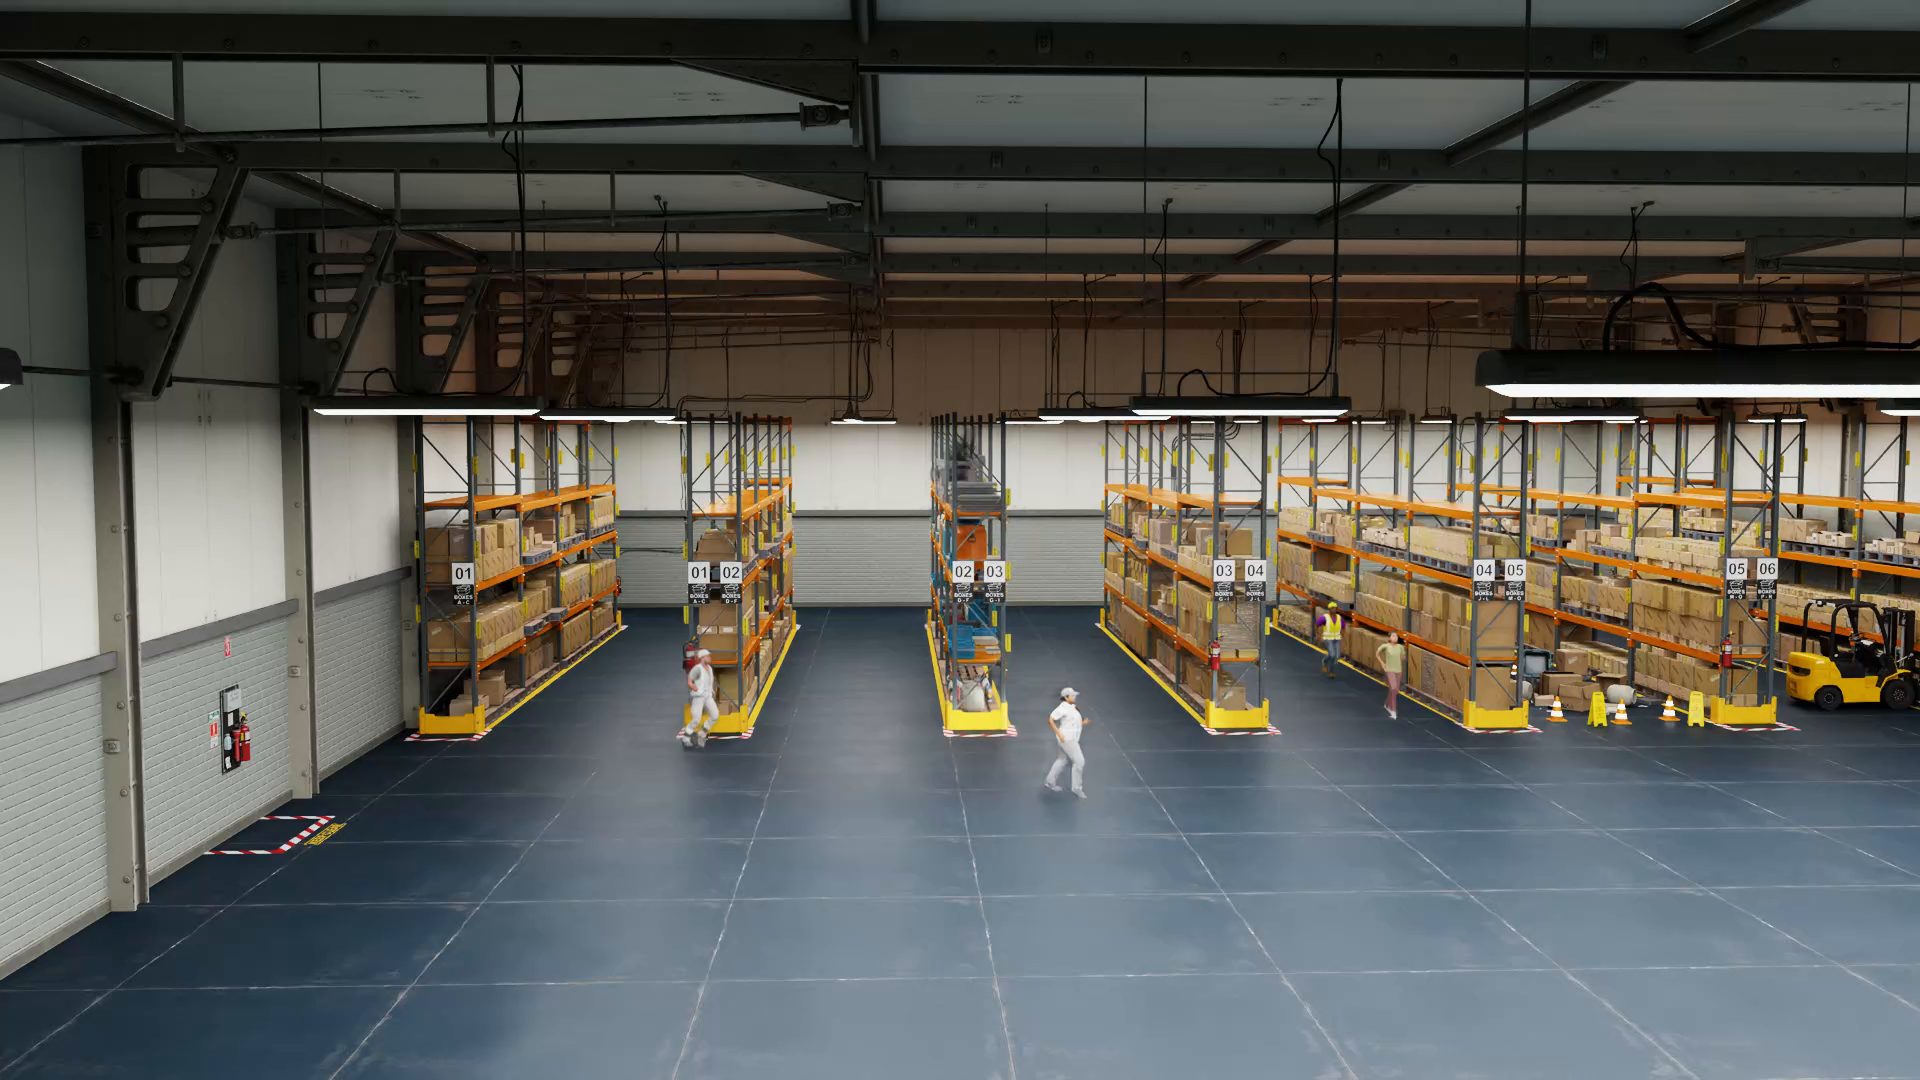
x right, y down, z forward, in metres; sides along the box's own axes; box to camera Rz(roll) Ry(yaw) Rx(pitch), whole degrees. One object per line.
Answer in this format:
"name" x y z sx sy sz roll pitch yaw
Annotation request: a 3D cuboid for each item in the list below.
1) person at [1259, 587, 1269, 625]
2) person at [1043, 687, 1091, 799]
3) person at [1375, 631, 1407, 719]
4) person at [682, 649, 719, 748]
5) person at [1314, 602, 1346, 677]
"person" 7.964 1.831 44.559 0.668 1.739 0.967 0 4 1
"person" 1.652 3.142 25.751 0.764 1.729 0.579 1 4 13
"person" 8.562 2.647 32.908 0.560 1.723 0.690 -1 4 -13
"person" -4.577 2.825 29.723 0.627 1.742 0.719 3 5 35
"person" 8.489 2.279 37.875 0.691 1.723 0.586 -1 4 -11
